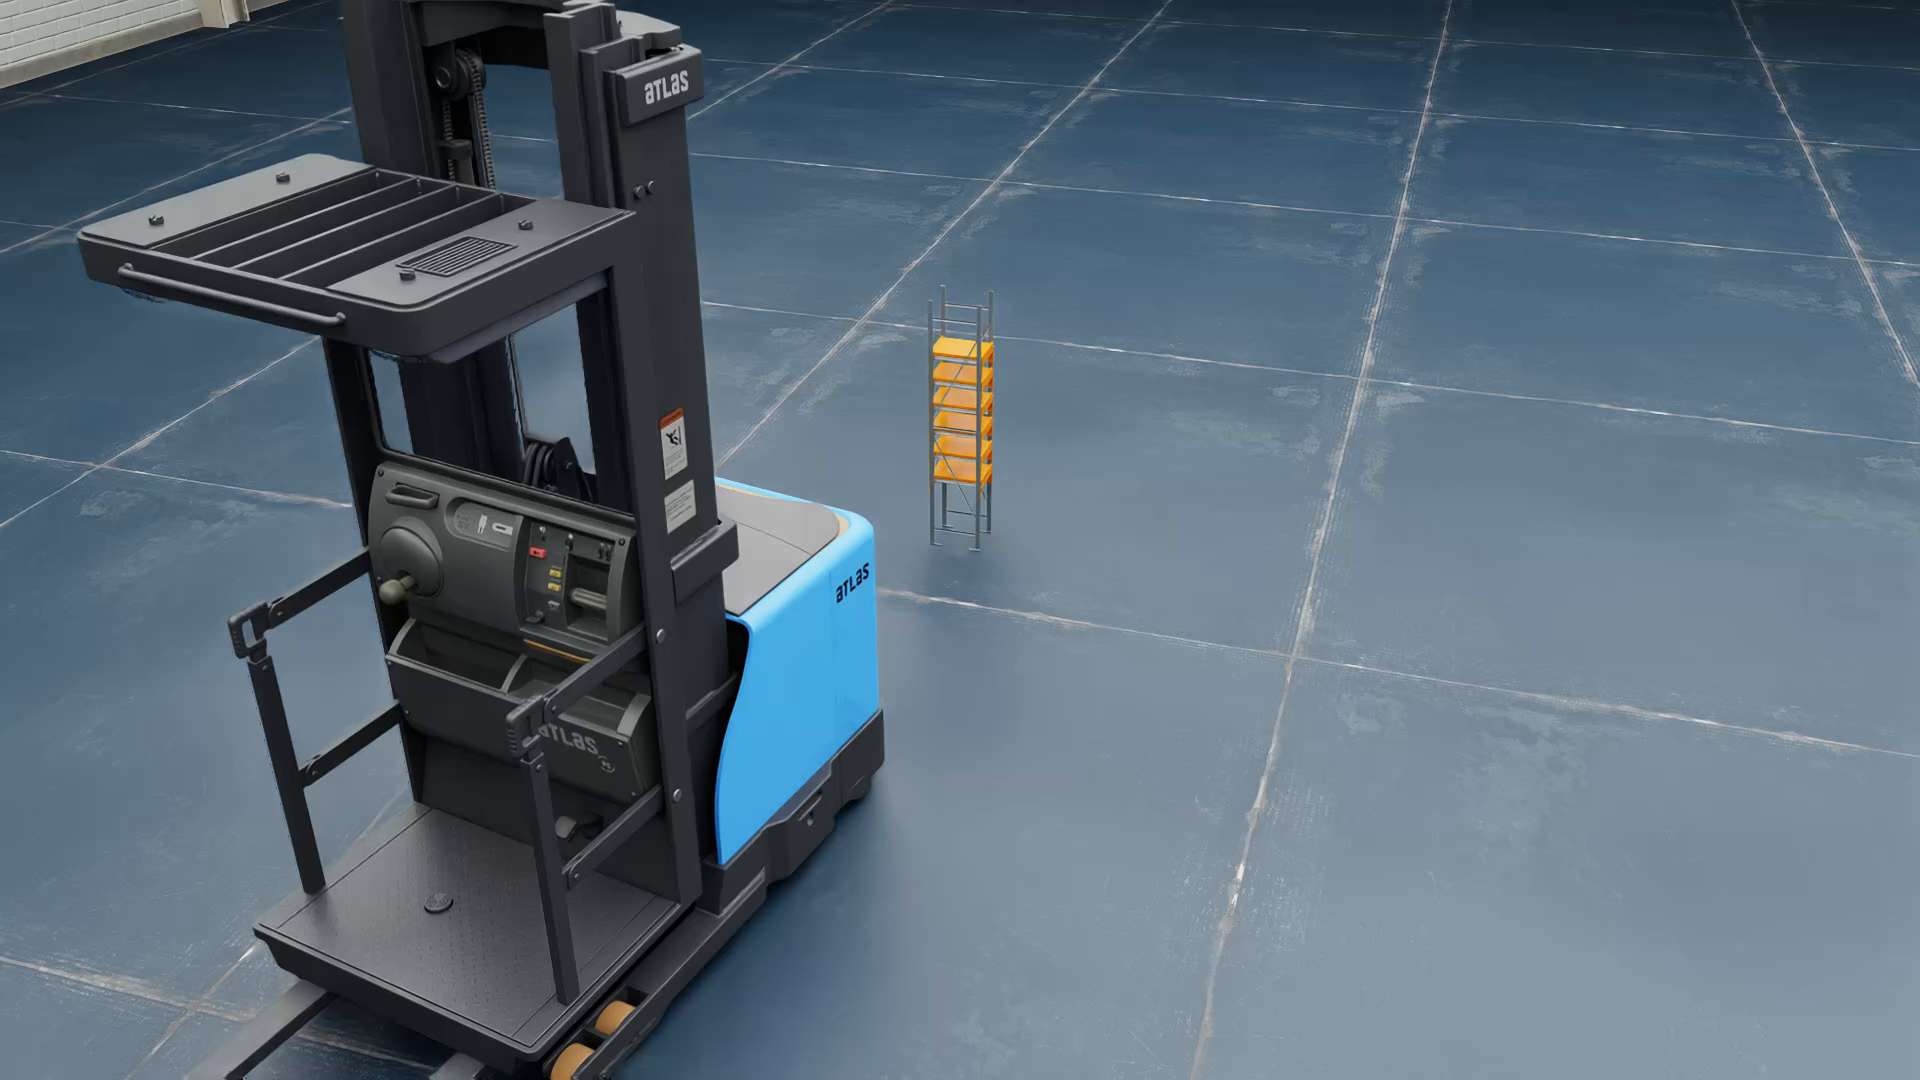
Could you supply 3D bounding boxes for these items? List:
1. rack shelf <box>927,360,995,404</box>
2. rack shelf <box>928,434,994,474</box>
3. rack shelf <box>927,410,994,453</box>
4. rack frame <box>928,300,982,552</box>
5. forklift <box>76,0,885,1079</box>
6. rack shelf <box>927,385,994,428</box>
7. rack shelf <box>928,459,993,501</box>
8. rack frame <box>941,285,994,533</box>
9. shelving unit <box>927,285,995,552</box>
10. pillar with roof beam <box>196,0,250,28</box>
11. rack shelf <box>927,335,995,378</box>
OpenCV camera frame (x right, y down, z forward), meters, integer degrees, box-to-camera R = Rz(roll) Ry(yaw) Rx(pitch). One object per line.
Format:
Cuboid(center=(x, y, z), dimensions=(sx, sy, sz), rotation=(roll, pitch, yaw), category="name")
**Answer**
Cuboid(center=(0.004, -0.702, 7.375), dimensions=(0.258, 0.103, 0.180), rotation=(8, 30, 15), category="rack shelf")
Cuboid(center=(0.004, -0.387, 7.550), dimensions=(0.258, 0.103, 0.180), rotation=(8, 30, 15), category="rack shelf")
Cuboid(center=(0.004, -0.492, 7.492), dimensions=(0.258, 0.103, 0.180), rotation=(8, 30, 15), category="rack shelf")
Cuboid(center=(-0.023, -0.489, 7.394), dimensions=(0.240, 1.200, 0.006), rotation=(8, 30, 15), category="rack frame")
Cuboid(center=(-1.415, 0.099, 4.556), dimensions=(1.130, 2.935, 3.031), rotation=(14, 32, 24), category="forklift")
Cuboid(center=(0.004, -0.597, 7.434), dimensions=(0.258, 0.103, 0.180), rotation=(8, 30, 15), category="rack shelf")
Cuboid(center=(0.004, -0.282, 7.609), dimensions=(0.258, 0.103, 0.180), rotation=(8, 30, 15), category="rack shelf")
Cuboid(center=(0.031, -0.574, 7.547), dimensions=(0.240, 1.200, 0.006), rotation=(8, 30, 15), category="rack frame")
Cuboid(center=(0.004, -0.531, 7.470), dimensions=(0.258, 1.200, 0.189), rotation=(8, 30, 15), category="shelving unit")
Cuboid(center=(-3.636, -8.775, 14.267), dimensions=(9.100, 9.000, 0.400), rotation=(8, 30, 15), category="pillar with roof beam")
Cuboid(center=(0.004, -0.807, 7.317), dimensions=(0.258, 0.103, 0.180), rotation=(8, 30, 15), category="rack shelf")
